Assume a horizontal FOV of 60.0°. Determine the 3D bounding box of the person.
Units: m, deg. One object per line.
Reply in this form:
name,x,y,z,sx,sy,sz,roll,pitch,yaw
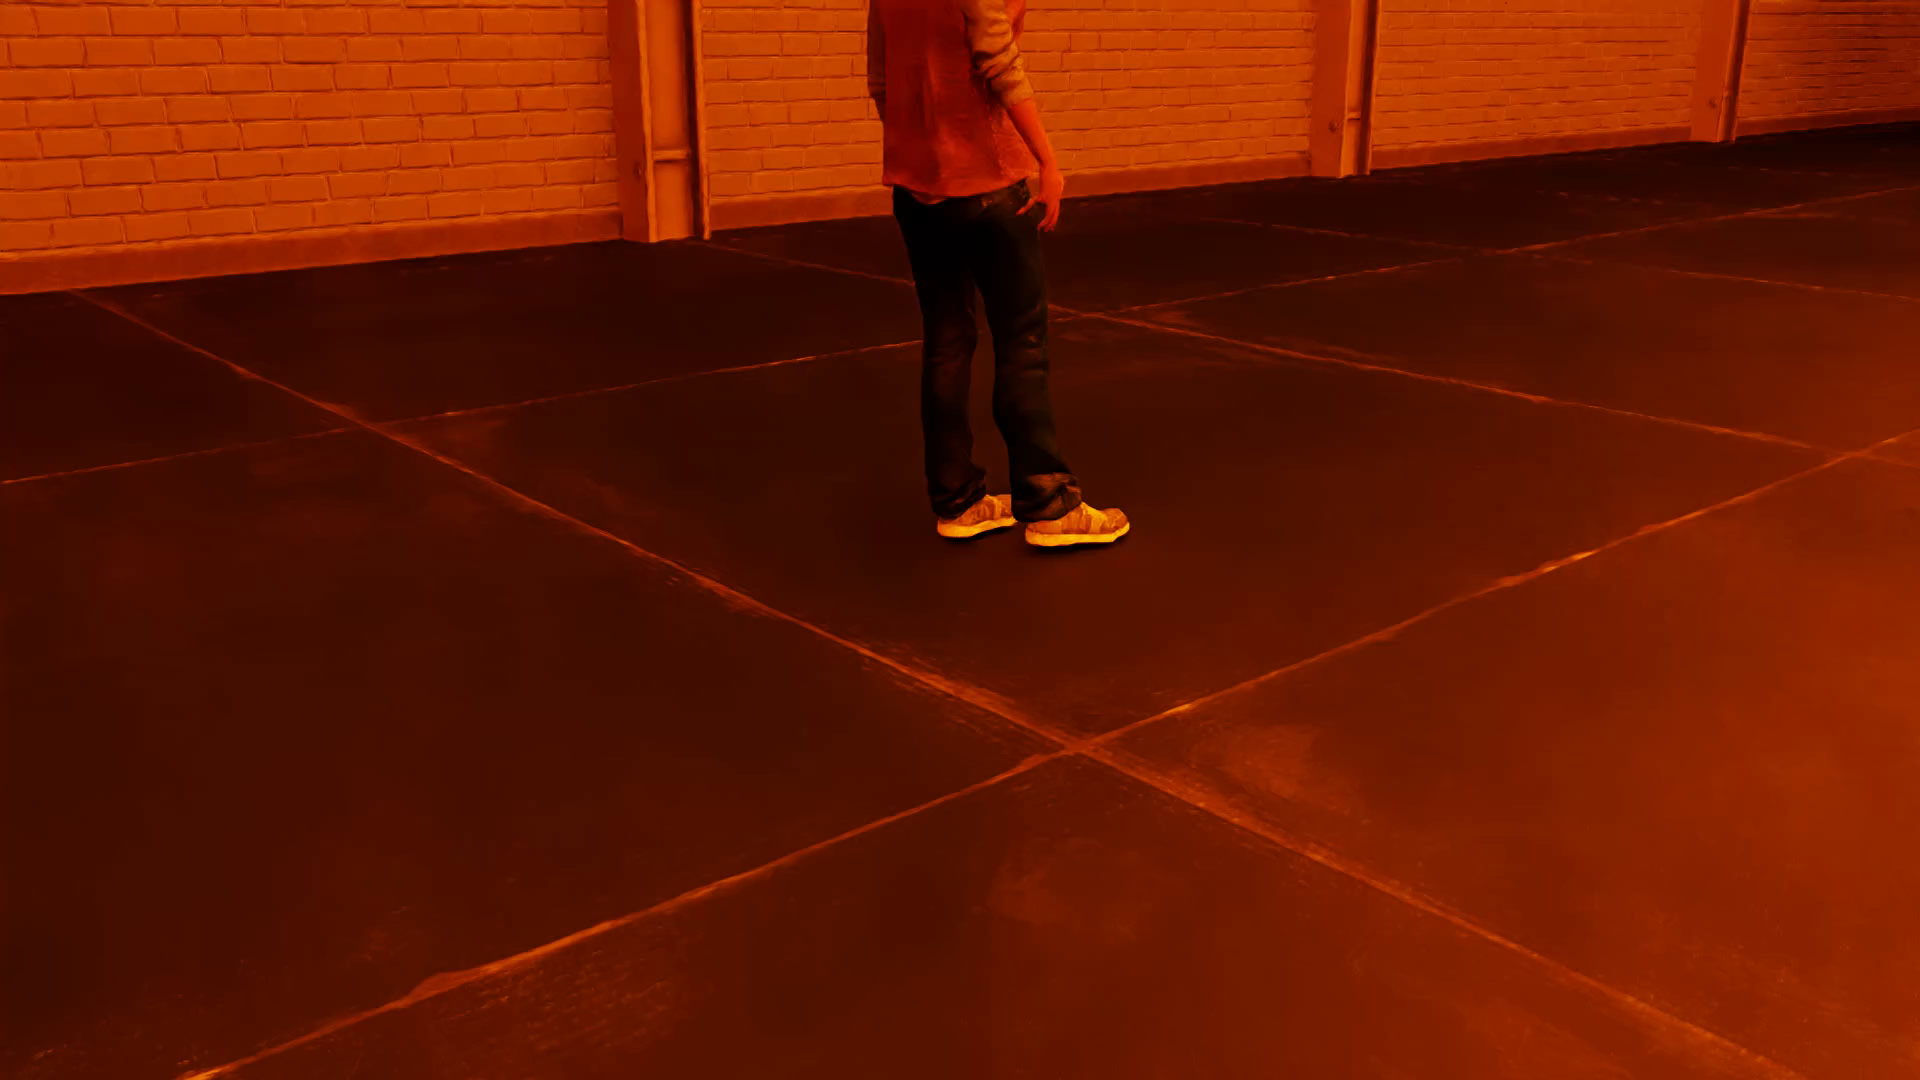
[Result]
person,0.068,-0.779,3.641,0.474,1.597,0.513,-14,22,-38
